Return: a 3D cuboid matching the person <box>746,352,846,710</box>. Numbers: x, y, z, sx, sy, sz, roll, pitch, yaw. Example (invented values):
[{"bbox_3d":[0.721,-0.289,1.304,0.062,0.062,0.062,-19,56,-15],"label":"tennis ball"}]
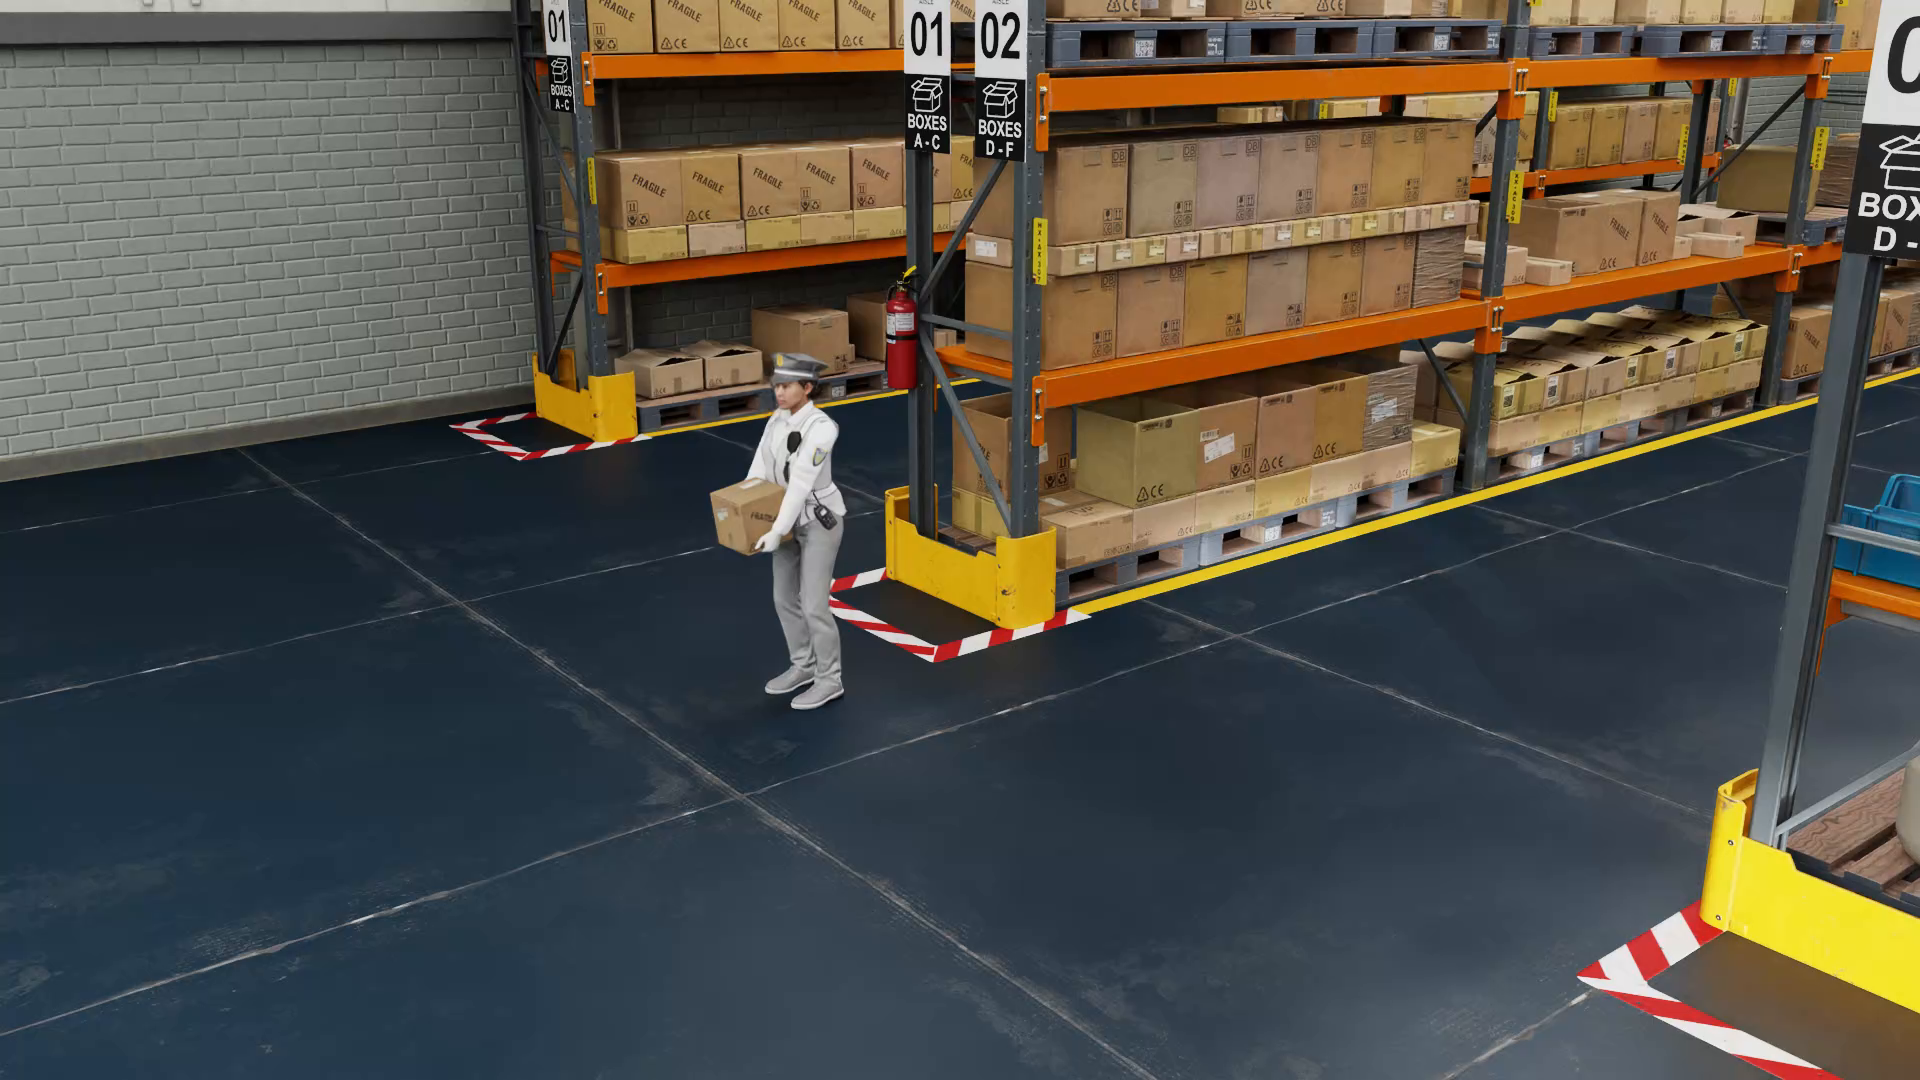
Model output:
[{"bbox_3d":[-0.785,-0.041,7.665,0.528,1.682,0.417,-14,23,-37],"label":"person"}]
